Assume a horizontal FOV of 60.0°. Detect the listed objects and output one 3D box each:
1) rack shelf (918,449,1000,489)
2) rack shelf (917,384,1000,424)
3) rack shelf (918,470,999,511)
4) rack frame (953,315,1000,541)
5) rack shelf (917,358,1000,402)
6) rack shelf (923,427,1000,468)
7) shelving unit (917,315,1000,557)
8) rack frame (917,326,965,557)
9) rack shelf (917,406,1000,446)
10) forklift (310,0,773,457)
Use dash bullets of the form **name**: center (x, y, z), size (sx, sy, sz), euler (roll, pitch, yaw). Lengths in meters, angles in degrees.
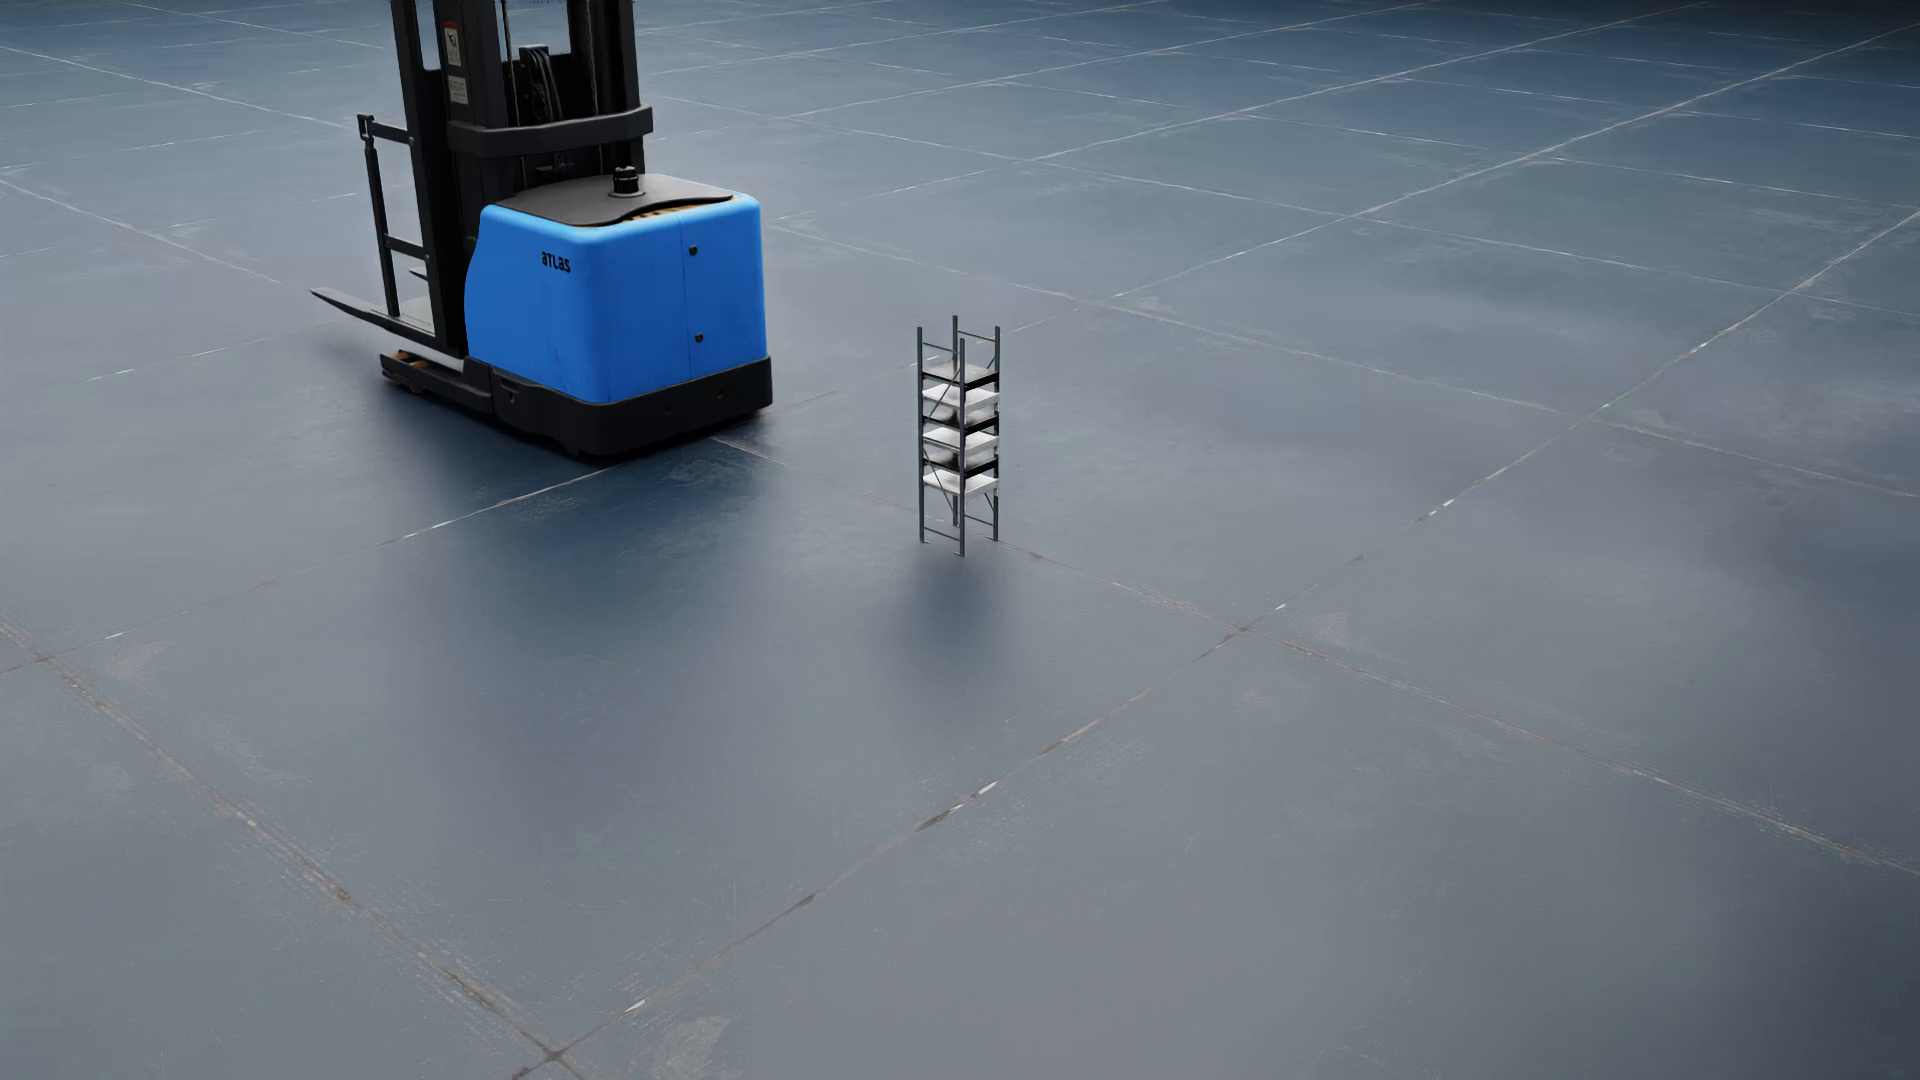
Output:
- **rack shelf**: center (-0.005, -0.296, 6.611), size (0.258, 0.077, 0.200), euler (20, 31, 38)
- **rack shelf**: center (-0.005, -0.542, 6.500), size (0.258, 0.077, 0.200), euler (20, 31, 38)
- **rack shelf**: center (-0.005, -0.213, 6.648), size (0.258, 0.077, 0.200), euler (20, 31, 38)
- **rack frame**: center (0.062, -0.439, 6.629), size (0.240, 0.900, 0.006), euler (20, 31, 38)
- **rack shelf**: center (-0.005, -0.624, 6.464), size (0.258, 0.077, 0.200), euler (20, 31, 38)
- **rack shelf**: center (-0.005, -0.378, 6.574), size (0.258, 0.077, 0.200), euler (20, 31, 38)
- **shelving unit**: center (-0.005, -0.408, 6.560), size (0.258, 0.900, 0.210), euler (20, 31, 38)
- **rack frame**: center (-0.073, -0.377, 6.491), size (0.240, 0.900, 0.006), euler (20, 31, 38)
- **rack shelf**: center (-0.005, -0.460, 6.537), size (0.258, 0.077, 0.200), euler (20, 31, 38)
- **forklift**: center (-2.322, -2.212, 8.100), size (3.031, 2.935, 1.130), euler (21, 32, 39)
